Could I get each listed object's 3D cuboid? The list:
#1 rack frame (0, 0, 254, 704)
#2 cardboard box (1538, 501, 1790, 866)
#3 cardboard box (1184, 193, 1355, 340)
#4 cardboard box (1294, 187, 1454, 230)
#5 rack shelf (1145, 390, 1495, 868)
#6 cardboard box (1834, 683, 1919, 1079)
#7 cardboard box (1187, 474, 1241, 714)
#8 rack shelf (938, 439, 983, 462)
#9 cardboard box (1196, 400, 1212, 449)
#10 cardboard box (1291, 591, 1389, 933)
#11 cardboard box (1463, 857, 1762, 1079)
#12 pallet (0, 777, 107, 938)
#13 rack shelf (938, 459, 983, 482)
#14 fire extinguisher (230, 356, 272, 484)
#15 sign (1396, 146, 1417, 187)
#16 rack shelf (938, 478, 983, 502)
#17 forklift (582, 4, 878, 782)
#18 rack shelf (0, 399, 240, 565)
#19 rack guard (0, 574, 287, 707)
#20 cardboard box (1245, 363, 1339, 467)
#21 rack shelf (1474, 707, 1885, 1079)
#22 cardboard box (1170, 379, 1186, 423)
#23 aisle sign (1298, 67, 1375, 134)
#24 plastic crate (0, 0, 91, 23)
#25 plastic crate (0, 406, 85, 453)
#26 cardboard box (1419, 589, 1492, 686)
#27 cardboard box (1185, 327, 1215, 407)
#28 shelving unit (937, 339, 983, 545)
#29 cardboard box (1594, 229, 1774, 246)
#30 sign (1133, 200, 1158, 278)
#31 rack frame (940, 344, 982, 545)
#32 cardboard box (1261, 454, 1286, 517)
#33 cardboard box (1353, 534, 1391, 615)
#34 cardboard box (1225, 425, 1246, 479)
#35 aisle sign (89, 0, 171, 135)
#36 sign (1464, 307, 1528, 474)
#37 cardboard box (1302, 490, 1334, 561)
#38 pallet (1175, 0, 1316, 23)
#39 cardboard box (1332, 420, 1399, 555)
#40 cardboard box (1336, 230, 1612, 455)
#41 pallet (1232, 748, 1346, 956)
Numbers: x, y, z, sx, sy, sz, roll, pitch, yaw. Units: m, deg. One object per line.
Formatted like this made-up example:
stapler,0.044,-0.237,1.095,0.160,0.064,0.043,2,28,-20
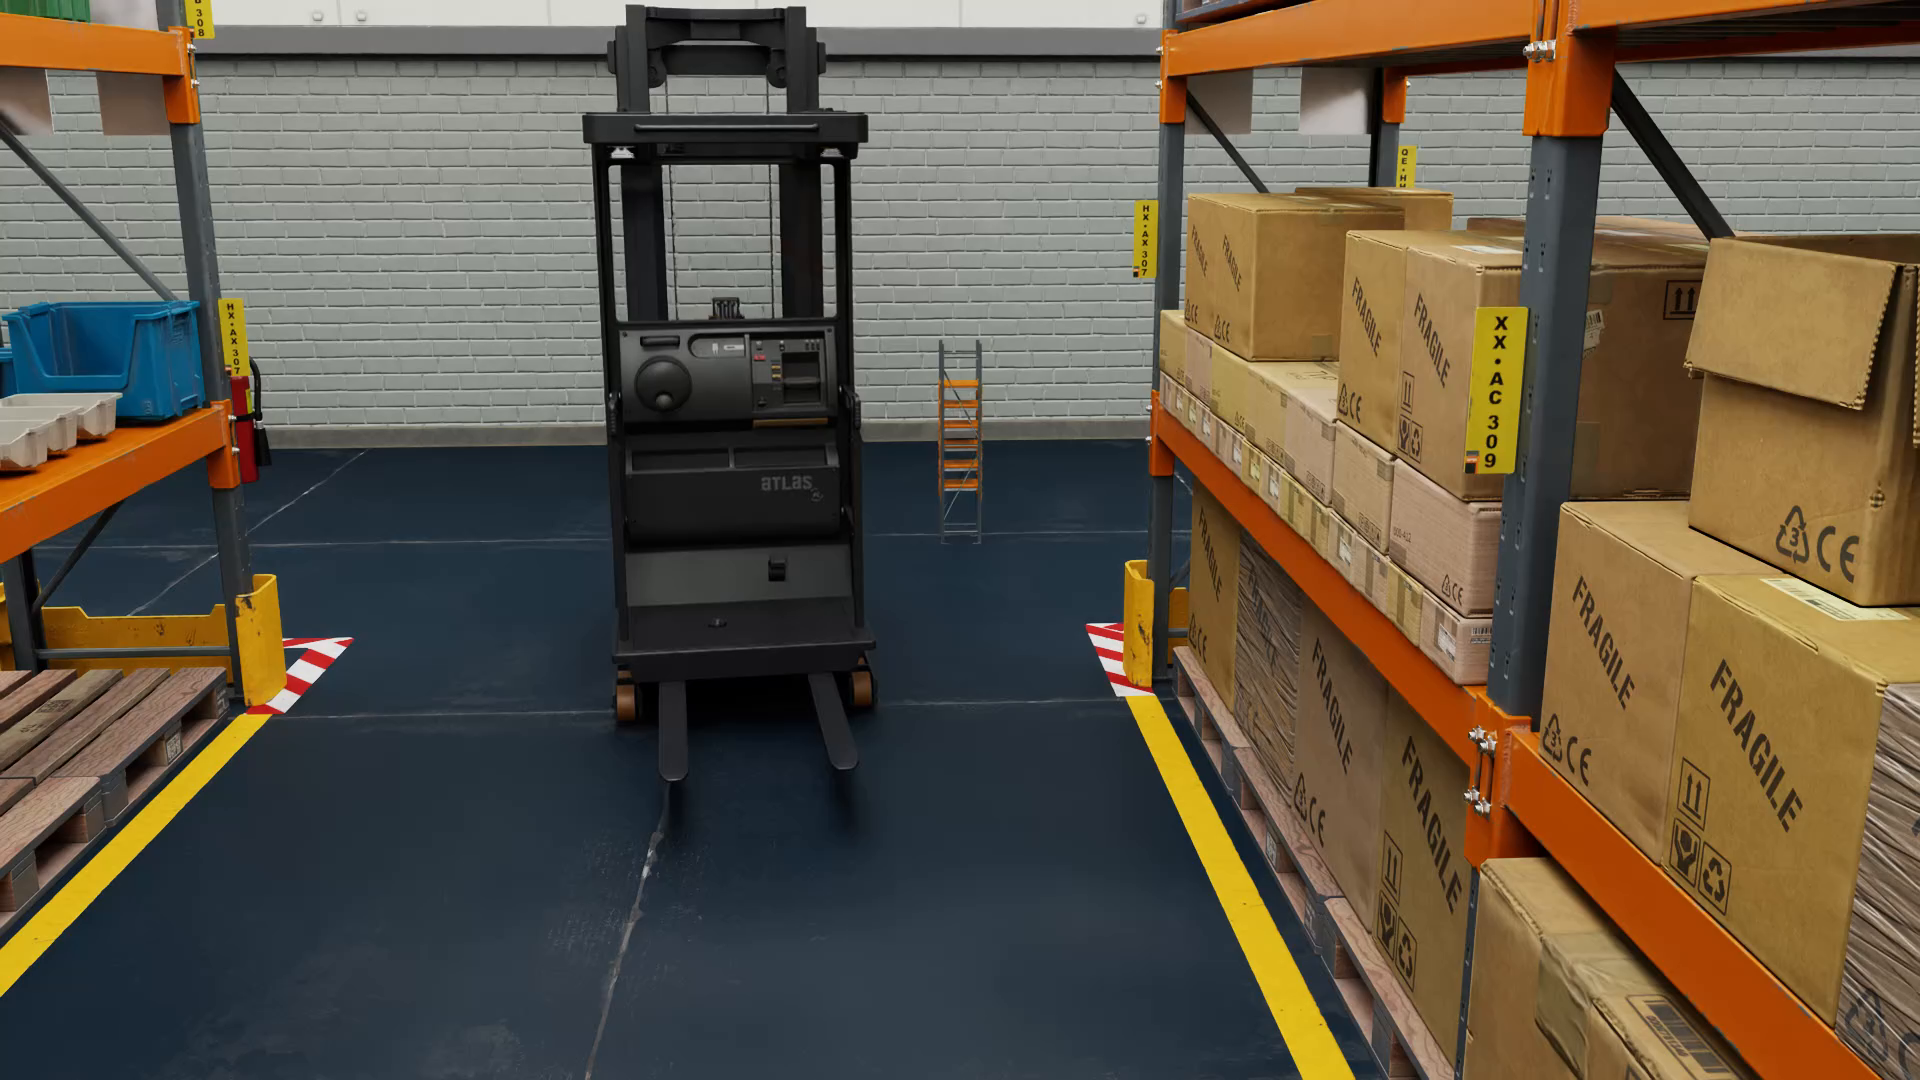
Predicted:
rack frame,-3.596,-0.759,6.956,1.000,3.000,0.127,-1,14,-3
cardboard box,1.374,0.229,2.915,0.500,0.500,0.500,-1,14,-3
cardboard box,1.139,-1.022,6.178,0.500,0.500,0.500,-1,14,-5
cardboard box,1.640,-1.153,6.687,0.500,0.500,0.500,-1,14,-3
rack shelf,1.472,0.010,5.410,1.077,0.370,4.000,-1,14,-3
cardboard box,1.437,0.479,1.945,0.500,0.500,0.500,-1,14,-5
cardboard box,1.467,0.148,6.852,0.875,0.875,0.875,-1,14,-3
rack shelf,0.001,-0.534,9.874,0.258,0.103,0.180,-1,14,-3
cardboard box,1.091,-0.428,6.175,0.380,0.149,0.250,-1,14,-4
cardboard box,1.579,0.596,5.112,0.875,0.875,0.875,-1,14,-3
cardboard box,1.655,1.144,2.982,1.225,0.875,0.875,-1,14,-3
pallet,-3.511,1.100,5.328,1.003,0.211,1.213,-1,14,-3
rack shelf,0.001,-0.418,9.904,0.258,0.103,0.180,-1,14,-3
fire extinguisher,-3.152,-0.585,7.186,0.296,0.674,0.183,-1,14,-3
sign,1.890,-1.516,7.099,0.100,0.325,0.005,-1,14,-3
rack shelf,0.001,-0.302,9.934,0.258,0.103,0.180,-1,14,-3
forklift,-0.965,-0.743,7.033,1.130,2.935,3.031,-2,15,-10
rack shelf,-3.472,0.087,5.113,1.077,0.370,4.000,-1,14,-3
rack guard,-3.610,0.446,7.290,1.175,0.500,0.348,-1,14,-3
cardboard box,1.212,-0.399,5.263,0.500,0.250,0.500,-1,14,-5
rack shelf,1.719,1.005,1.544,1.077,0.370,4.000,-1,14,-3
cardboard box,1.058,-0.557,6.674,0.380,0.149,0.250,-1,14,-4
aisle sign,1.643,-2.117,7.017,0.394,0.787,0.004,-1,14,-3
plastic crate,-3.250,-1.868,5.673,0.450,0.188,0.336,-1,14,-3
plastic crate,-3.361,-0.388,5.923,0.396,0.136,0.243,-1,14,-3
cardboard box,1.250,0.210,3.694,0.380,0.149,0.250,-1,14,-3
cardboard box,1.147,-0.654,6.253,0.500,0.250,0.500,-1,14,-4
shelving unit,0.001,-0.577,9.863,0.258,1.200,0.189,-1,14,-3
cardboard box,1.798,-0.521,4.230,0.500,0.500,0.500,-1,14,-3
sign,0.793,-1.286,7.108,0.100,0.325,0.005,-1,14,-3
rack frame,0.007,-0.555,9.774,0.240,1.200,0.006,-1,14,-3
cardboard box,1.155,-0.173,5.182,0.380,0.149,0.250,-1,14,-3
cardboard box,1.218,0.082,4.191,0.380,0.149,0.250,-1,14,-4
cardboard box,1.122,-0.301,5.679,0.380,0.149,0.250,-1,14,-4
aisle sign,-3.308,-2.040,6.720,0.394,0.787,0.004,-1,14,-3
sign,1.042,-0.289,3.235,0.100,0.325,0.005,-1,14,-3
cardboard box,1.185,-0.046,4.688,0.380,0.149,0.250,-1,14,-2
pallet,1.404,-2.061,6.174,1.003,0.211,1.213,-1,14,-3
cardboard box,1.272,-0.146,4.280,0.500,0.250,0.500,0,14,-2
cardboard box,1.273,-0.510,4.188,0.500,0.500,0.500,-1,14,-3
pallet,1.548,1.015,5.656,1.003,0.211,1.213,-1,14,-3
